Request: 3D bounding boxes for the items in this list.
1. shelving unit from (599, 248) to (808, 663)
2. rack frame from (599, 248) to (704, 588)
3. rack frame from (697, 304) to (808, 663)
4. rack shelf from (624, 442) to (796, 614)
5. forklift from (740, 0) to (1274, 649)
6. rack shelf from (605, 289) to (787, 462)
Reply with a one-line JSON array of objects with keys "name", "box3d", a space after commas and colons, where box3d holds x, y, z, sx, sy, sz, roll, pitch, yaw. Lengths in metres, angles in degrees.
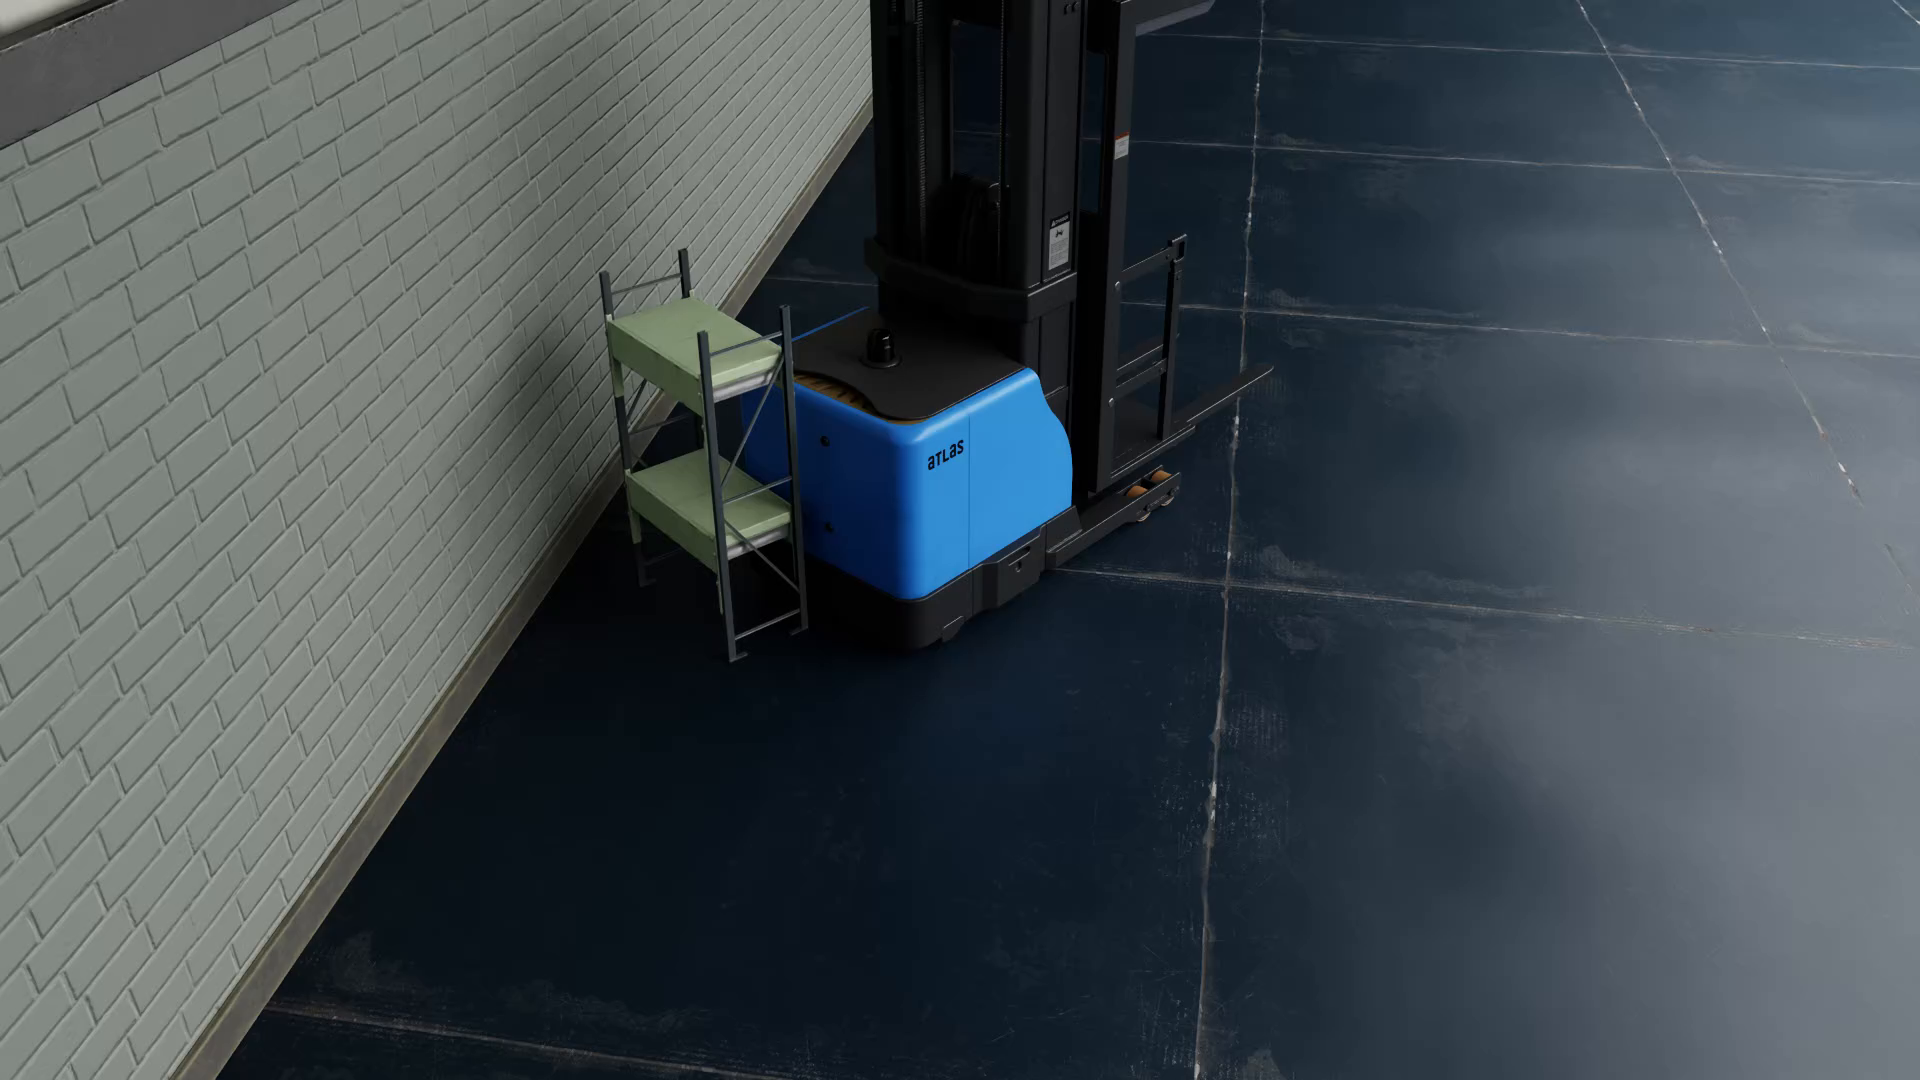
[{"name": "shelving unit", "box3d": [-1.046, -0.344, 6.886, 0.431, 1.500, 0.755, -24, 39, -33]}, {"name": "rack frame", "box3d": [-1.279, -0.494, 7.125, 0.400, 1.500, 0.023, -24, 39, -33]}, {"name": "rack frame", "box3d": [-0.812, -0.194, 6.647, 0.400, 1.500, 0.023, -24, 39, -33]}, {"name": "rack shelf", "box3d": [-1.046, -0.068, 7.059, 0.431, 0.370, 0.720, -24, 39, -33]}, {"name": "forklift", "box3d": [0.412, -1.490, 7.368, 1.130, 2.935, 3.031, 25, 40, 34]}, {"name": "rack shelf", "box3d": [-1.046, -0.675, 6.679, 0.431, 0.370, 0.720, -24, 39, -33]}]
